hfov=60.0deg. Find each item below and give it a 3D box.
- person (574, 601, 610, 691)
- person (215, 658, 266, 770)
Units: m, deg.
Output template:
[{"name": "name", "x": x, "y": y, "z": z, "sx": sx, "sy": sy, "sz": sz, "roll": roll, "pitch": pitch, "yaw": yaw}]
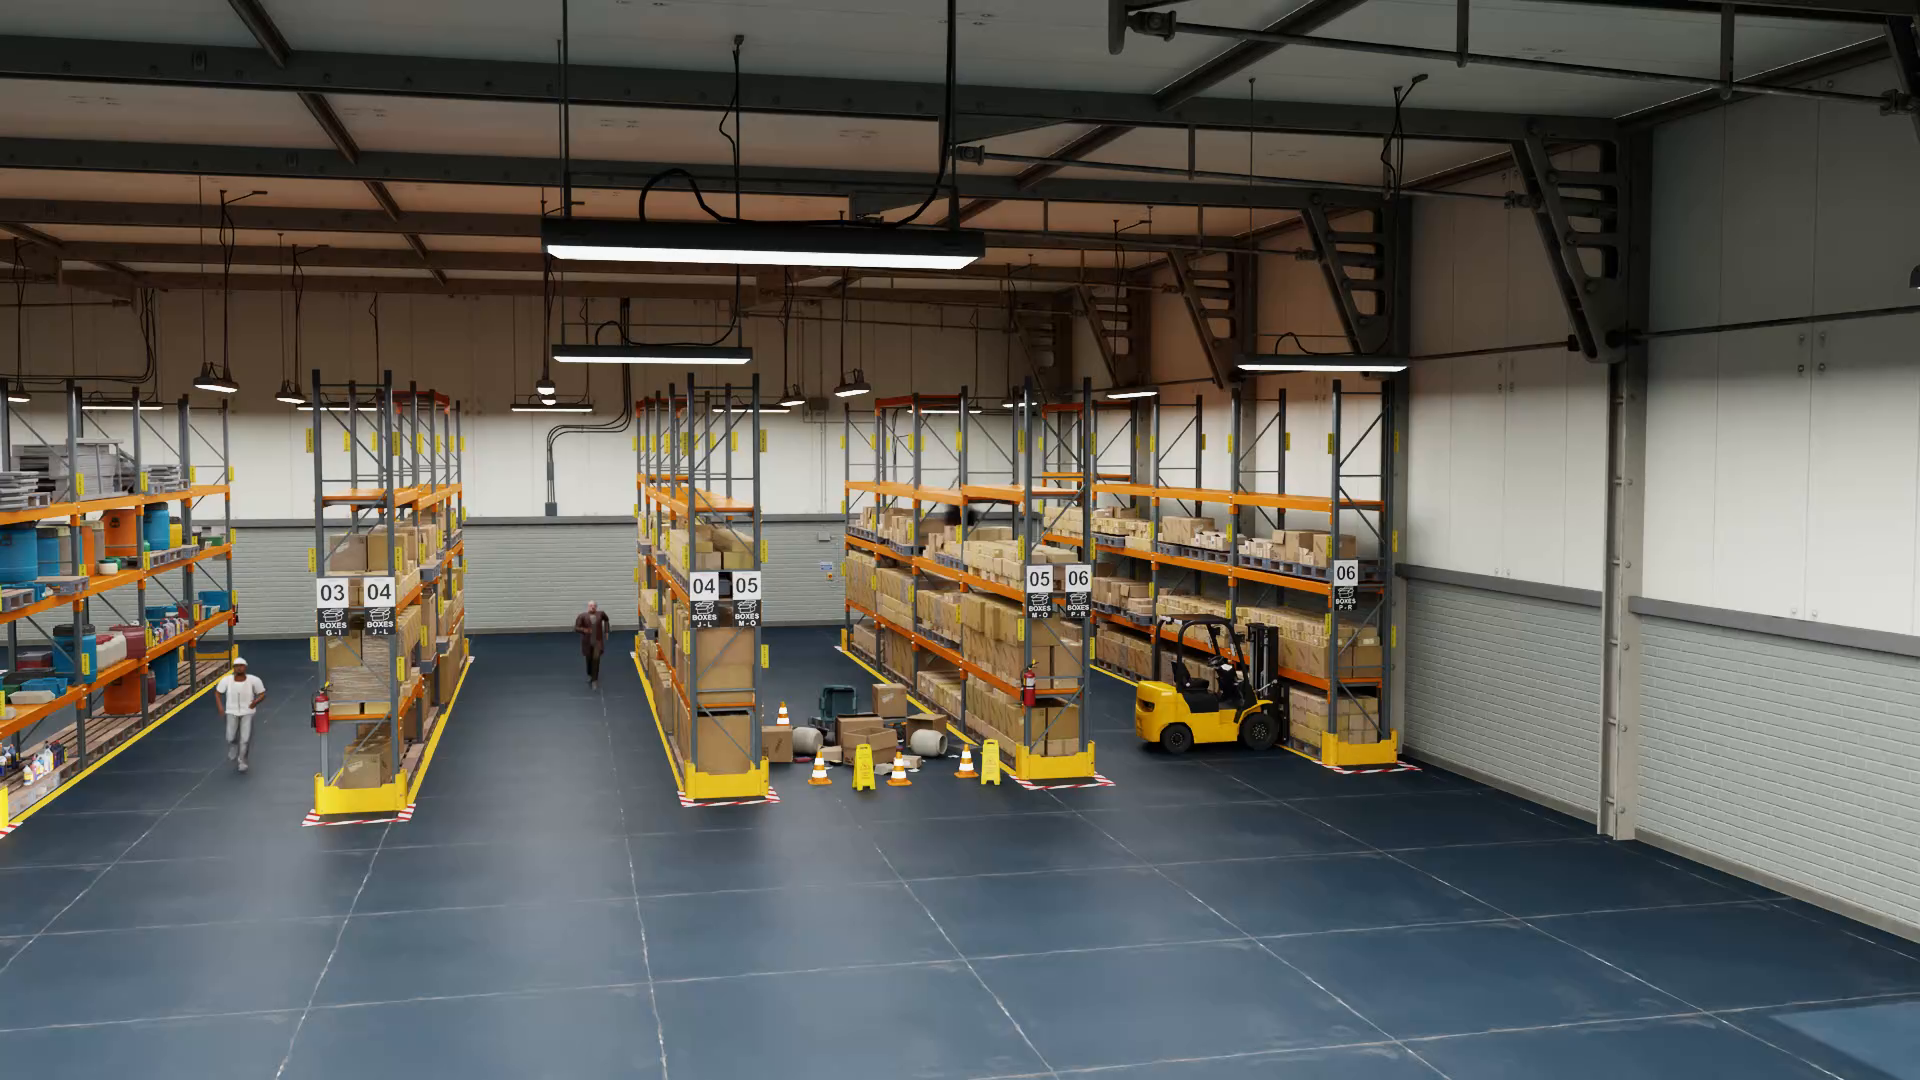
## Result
[{"name": "person", "x": -7.574, "y": 2.142, "z": 34.249, "sx": 0.743, "sy": 1.819, "sz": 1.053, "roll": -1, "pitch": 3, "yaw": -19}, {"name": "person", "x": -11.052, "y": 2.668, "z": 25.540, "sx": 0.730, "sy": 1.726, "sz": 0.594, "roll": -1, "pitch": 3, "yaw": -17}]
